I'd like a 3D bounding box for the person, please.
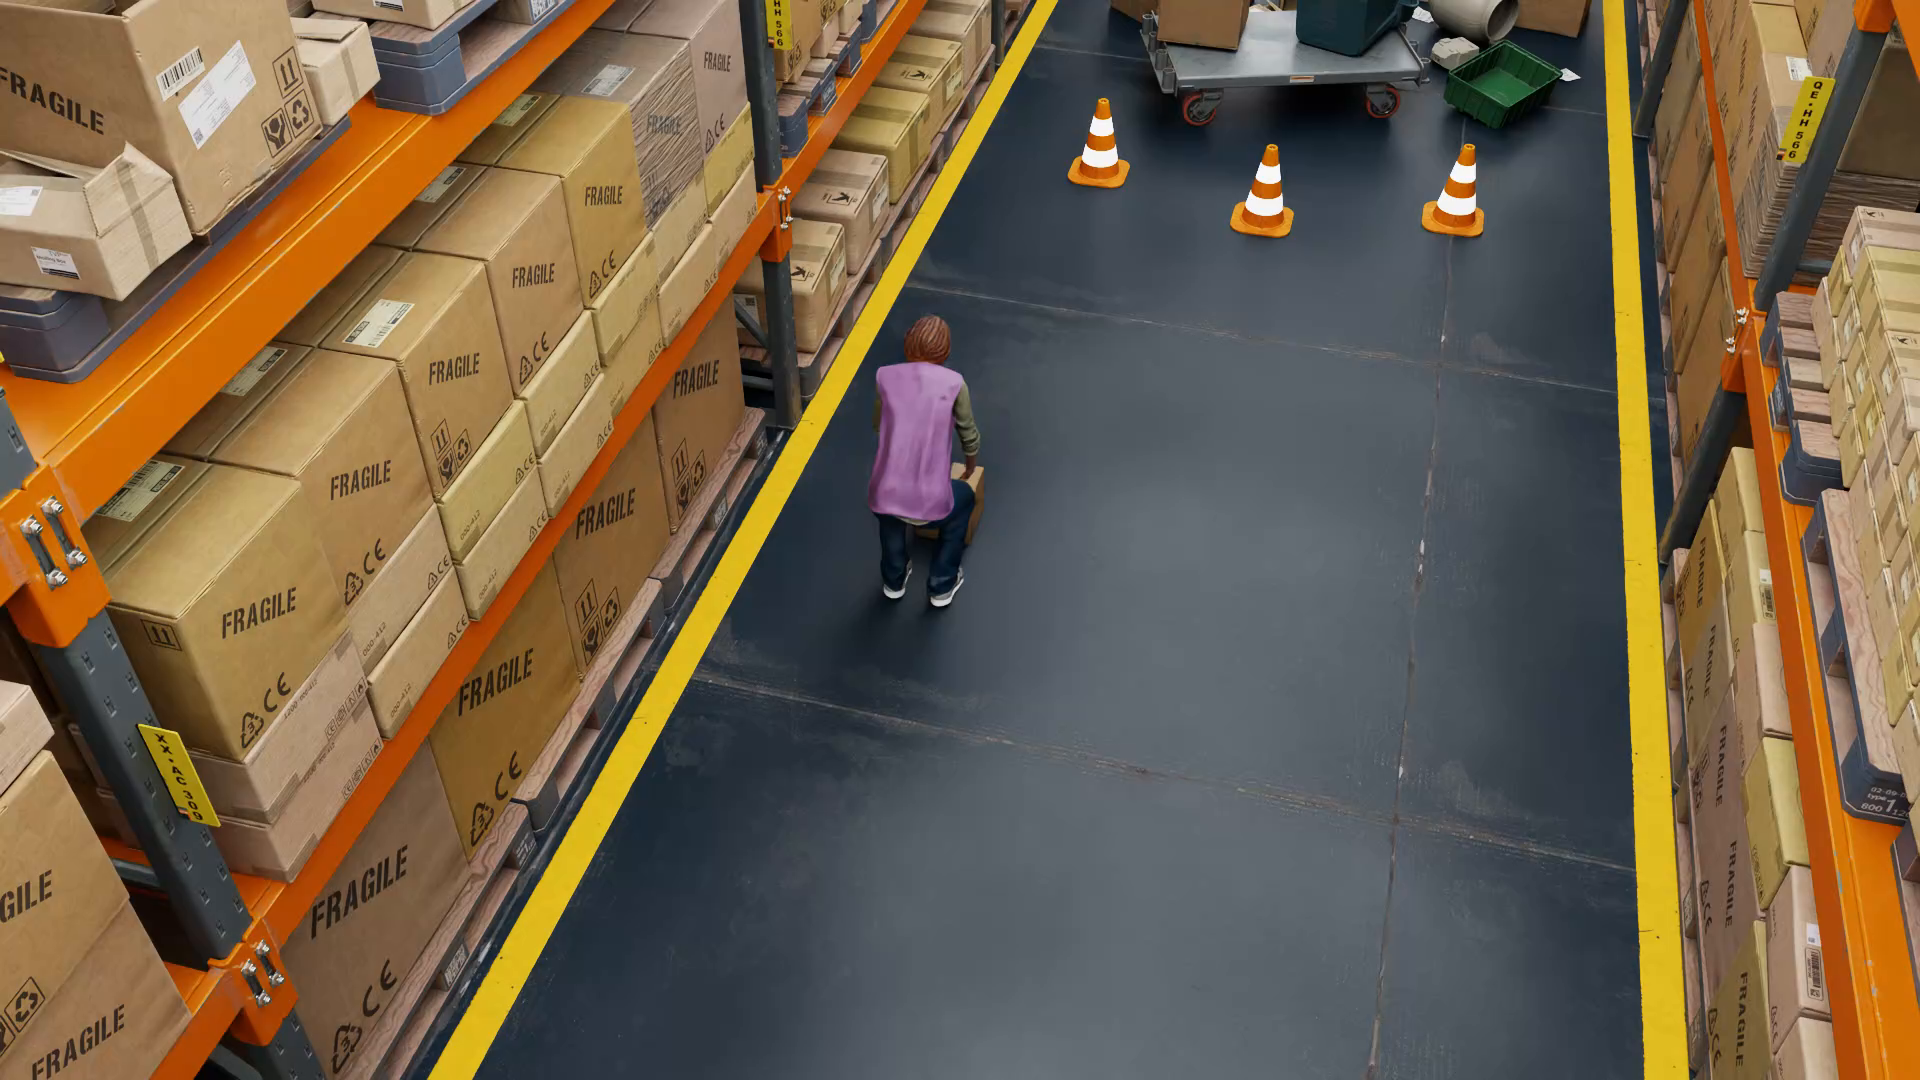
[{"bbox_3d":[-0.178,-0.273,6.819,0.462,1.143,0.725,10,43,11],"label":"person"}]
